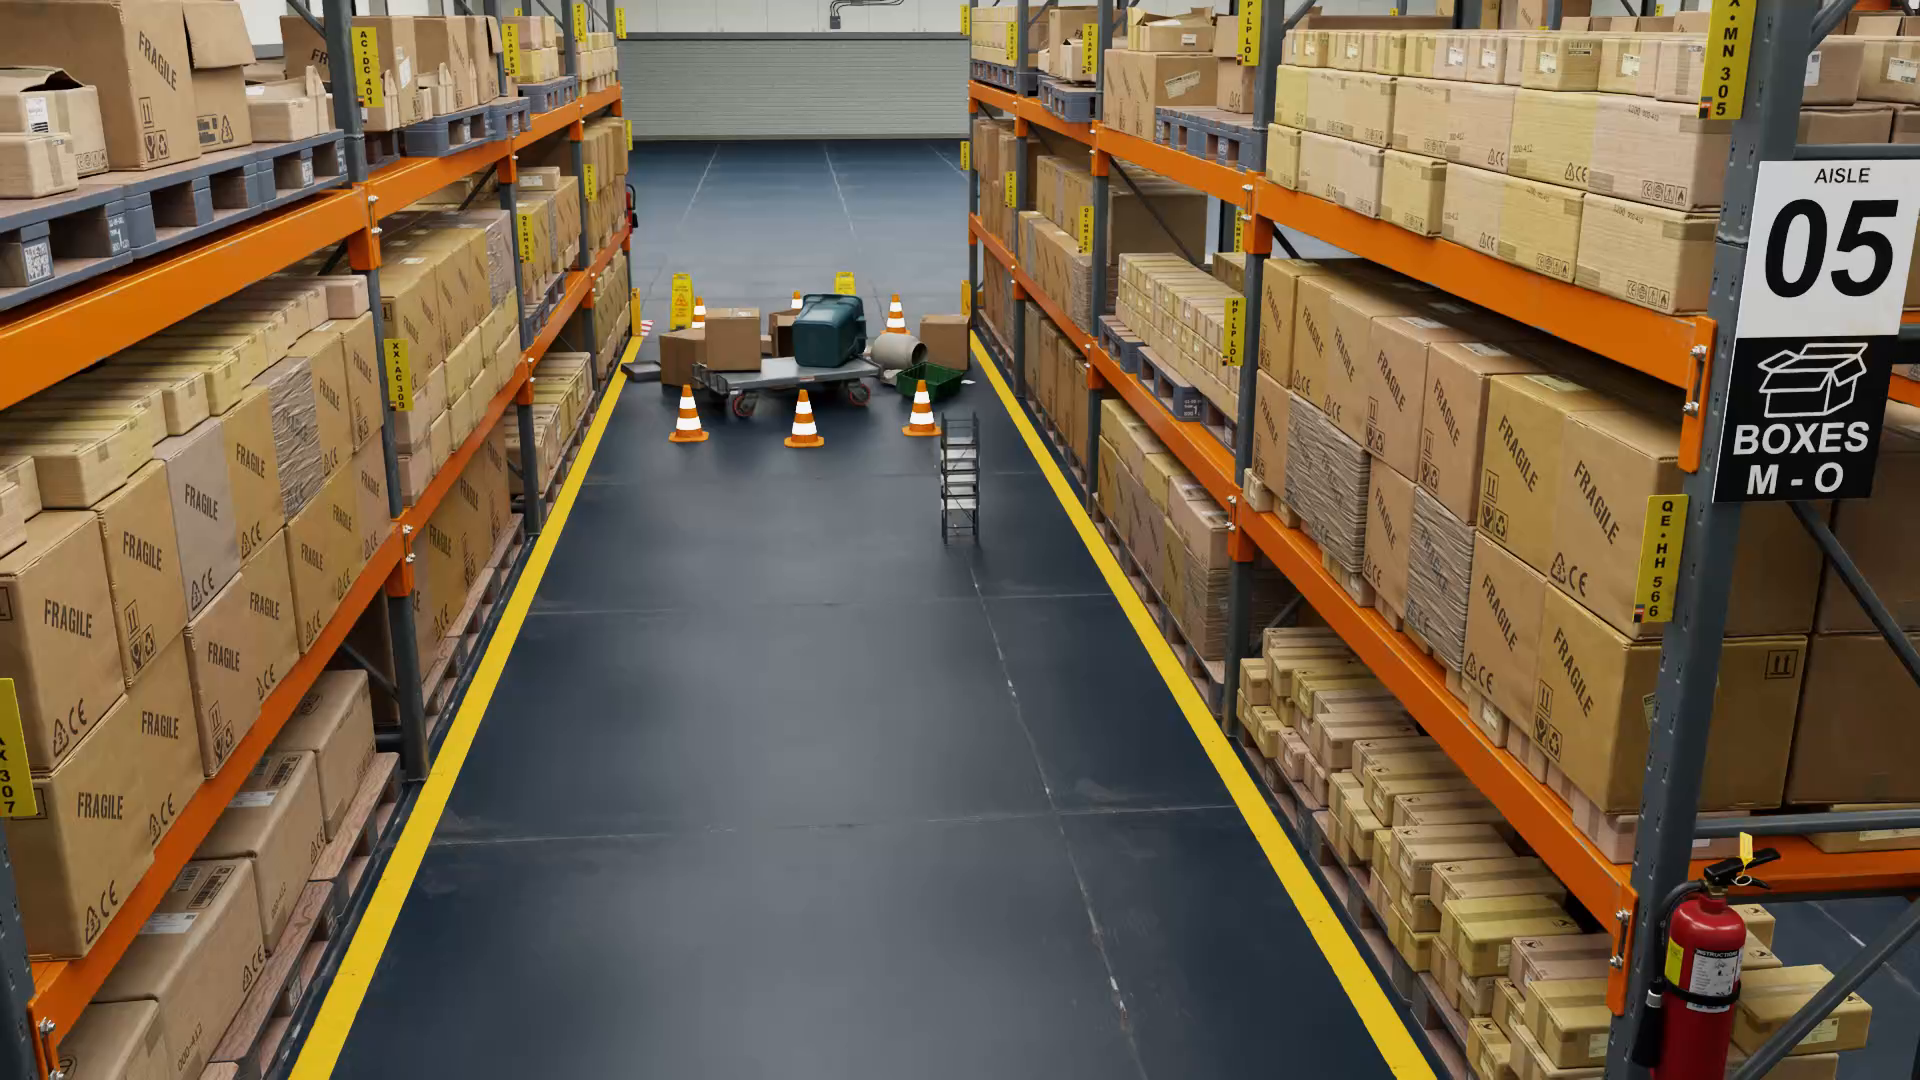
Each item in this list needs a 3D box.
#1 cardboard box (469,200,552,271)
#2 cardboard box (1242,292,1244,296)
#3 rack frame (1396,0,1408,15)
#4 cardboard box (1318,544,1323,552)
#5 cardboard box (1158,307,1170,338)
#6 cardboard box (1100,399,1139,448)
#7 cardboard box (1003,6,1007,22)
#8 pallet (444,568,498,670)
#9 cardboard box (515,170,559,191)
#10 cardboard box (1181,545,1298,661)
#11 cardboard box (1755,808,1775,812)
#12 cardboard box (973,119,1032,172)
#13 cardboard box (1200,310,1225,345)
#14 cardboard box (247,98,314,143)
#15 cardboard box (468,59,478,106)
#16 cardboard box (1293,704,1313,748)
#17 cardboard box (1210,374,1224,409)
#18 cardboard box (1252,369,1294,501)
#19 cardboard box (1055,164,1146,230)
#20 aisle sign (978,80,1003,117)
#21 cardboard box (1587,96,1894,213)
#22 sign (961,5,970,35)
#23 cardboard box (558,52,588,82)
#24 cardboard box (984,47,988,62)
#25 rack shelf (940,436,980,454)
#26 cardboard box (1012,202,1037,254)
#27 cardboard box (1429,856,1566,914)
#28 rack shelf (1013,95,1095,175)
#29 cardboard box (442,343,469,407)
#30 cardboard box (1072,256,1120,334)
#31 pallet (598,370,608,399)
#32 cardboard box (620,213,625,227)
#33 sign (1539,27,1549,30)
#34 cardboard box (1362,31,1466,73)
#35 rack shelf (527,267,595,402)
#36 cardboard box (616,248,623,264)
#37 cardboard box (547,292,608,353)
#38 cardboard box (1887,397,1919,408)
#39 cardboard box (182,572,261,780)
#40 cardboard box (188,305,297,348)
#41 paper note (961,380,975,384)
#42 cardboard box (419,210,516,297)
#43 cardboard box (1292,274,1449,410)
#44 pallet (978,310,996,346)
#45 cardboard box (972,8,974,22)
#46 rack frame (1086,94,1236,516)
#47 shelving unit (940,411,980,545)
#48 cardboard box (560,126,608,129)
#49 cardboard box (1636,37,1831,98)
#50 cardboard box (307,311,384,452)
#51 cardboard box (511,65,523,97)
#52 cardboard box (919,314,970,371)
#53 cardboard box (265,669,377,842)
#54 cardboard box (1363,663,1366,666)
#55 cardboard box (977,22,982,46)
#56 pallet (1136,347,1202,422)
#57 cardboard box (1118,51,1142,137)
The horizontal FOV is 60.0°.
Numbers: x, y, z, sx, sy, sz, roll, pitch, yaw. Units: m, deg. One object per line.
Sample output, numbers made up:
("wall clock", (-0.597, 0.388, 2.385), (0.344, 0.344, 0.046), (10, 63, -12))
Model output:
("cardboard box", (-3.414, -2.305, 12.647), (0.500, 0.500, 0.500), (-1, 17, -5))
("cardboard box", (2.025, -1.501, 10.671), (0.380, 0.149, 0.250), (-2, 18, -6))
("rack frame", (5.556, -7.013, 18.991), (1.000, 3.000, 0.127), (-2, 18, -6))
("cardboard box", (1.756, -0.004, 7.102), (0.380, 0.149, 0.250), (-3, 18, -8))
("cardboard box", (1.422, -1.332, 10.135), (0.380, 0.149, 0.250), (-2, 18, -6))
("cardboard box", (1.268, -0.796, 11.426), (0.500, 0.250, 0.500), (-3, 18, -8))
("cardboard box", (0.619, -5.025, 15.886), (0.380, 0.149, 0.250), (-2, 18, -6))
("pallet", (-3.347, 0.469, 9.829), (1.003, 0.211, 1.213), (-2, 18, -6))
("cardboard box", (-3.481, -2.936, 13.572), (0.380, 0.149, 0.250), (-3, 18, -8))
("cardboard box", (1.523, 0.327, 9.098), (0.500, 0.500, 0.500), (-2, 18, -7))
("cardboard box", (2.488, 0.678, 4.928), (0.380, 0.149, 0.250), (-1, 17, -4))
("cardboard box", (0.612, -4.502, 18.957), (0.875, 0.550, 0.550), (-2, 18, -6))
("cardboard box", (1.534, -1.165, 9.106), (0.380, 0.149, 0.250), (-2, 18, -6))
("cardboard box", (-2.652, -1.569, 6.211), (0.380, 0.149, 0.250), (-1, 17, -4))
("cardboard box", (-2.986, -2.629, 9.558), (0.396, 0.266, 0.258), (-2, 18, -7))
("cardboard box", (1.745, 0.828, 7.594), (0.380, 0.149, 0.250), (-2, 18, -6))
("cardboard box", (1.561, -0.796, 8.925), (0.380, 0.149, 0.250), (-2, 18, -6))
("cardboard box", (1.650, -0.486, 7.555), (0.500, 0.500, 0.500), (-2, 18, -7))
("cardboard box", (1.189, -2.909, 14.098), (0.700, 0.500, 0.500), (-2, 18, -5))
("aisle sign", (0.306, -5.279, 19.146), (0.394, 0.787, 0.004), (-2, 18, -6))
("cardboard box", (1.962, -0.988, 4.224), (0.500, 0.250, 0.500), (-2, 18, -7))
("sign", (0.060, -5.898, 18.856), (0.100, 0.325, 0.005), (-2, 18, -6))
("cardboard box", (-3.662, -4.294, 15.091), (0.500, 0.250, 0.500), (-2, 18, -7))
("cardboard box", (0.459, -5.099, 17.453), (0.380, 0.149, 0.250), (-2, 18, -6))
("rack shelf", (0.001, -0.653, 11.464), (0.258, 0.077, 0.200), (-2, 18, -6))
("cardboard box", (0.975, -3.017, 16.028), (0.875, 0.550, 0.550), (-2, 18, -6))
("cardboard box", (1.870, 1.237, 5.795), (0.380, 0.149, 0.250), (-2, 18, -8))
("rack shelf", (1.231, -3.328, 13.462), (1.077, 0.370, 4.000), (-2, 18, -6))
("cardboard box", (-2.936, -0.881, 8.893), (0.500, 0.250, 0.500), (-2, 17, -5))
("cardboard box", (1.124, -1.817, 12.291), (0.500, 0.500, 0.500), (-2, 18, -6))
("pallet", (-3.993, -1.521, 16.170), (1.003, 0.211, 1.213), (-2, 18, -6))
("cardboard box", (-3.913, -3.548, 18.389), (0.380, 0.149, 0.250), (-2, 18, -6))
("sign", (5.430, -4.617, 15.506), (0.100, 0.325, 0.005), (-2, 18, -6))
("cardboard box", (1.745, -1.836, 6.259), (0.380, 0.149, 0.250), (-2, 18, -7))
("rack shelf", (-3.682, -1.713, 13.328), (1.077, 0.370, 4.000), (-2, 18, -6))
("cardboard box", (-3.854, -3.062, 17.977), (0.380, 0.149, 0.250), (-1, 17, -4))
("cardboard box", (-3.681, -2.083, 15.941), (0.500, 0.500, 0.500), (-1, 17, -3))
("cardboard box", (6.516, -0.482, 11.049), (1.225, 0.875, 0.875), (-2, 18, -5))
("cardboard box", (-2.529, 0.421, 5.161), (0.500, 0.500, 0.500), (-2, 18, -6))
("cardboard box", (-2.736, -0.790, 6.266), (0.380, 0.149, 0.250), (-2, 18, -6))
("paper note", (0.055, -1.592, 16.695), (0.142, 0.020, 0.147), (16, 24, 42))
("cardboard box", (-3.162, -1.840, 10.693), (0.500, 0.500, 0.500), (-2, 18, -7))
("cardboard box", (1.723, -0.823, 6.957), (0.500, 0.500, 0.500), (-2, 18, -7))
("pallet", (0.772, -2.461, 19.164), (1.003, 0.211, 1.213), (-2, 18, -6))
("cardboard box", (0.330, -5.858, 18.540), (0.380, 0.149, 0.250), (-2, 17, -5))
("rack frame", (1.437, -1.644, 11.905), (1.000, 3.000, 0.127), (-2, 18, -6))
("shelving unit", (0.001, -0.427, 11.535), (0.258, 0.900, 0.210), (-2, 18, -6))
("cardboard box", (-3.918, -3.913, 16.800), (0.700, 0.500, 0.500), (-2, 18, -6))
("cardboard box", (1.987, -1.214, 4.280), (0.380, 0.149, 0.250), (-2, 17, -5))
("cardboard box", (-2.740, -0.662, 6.941), (0.500, 0.500, 0.500), (-2, 18, -6))
("cardboard box", (-3.662, -3.395, 12.302), (0.797, 0.503, 0.637), (-2, 18, -6))
("cardboard box", (-0.156, -2.075, 17.447), (0.500, 0.500, 0.500), (1, 17, 4))
("cardboard box", (-3.105, 0.943, 7.241), (0.875, 0.438, 0.875), (-2, 18, -6))
("cardboard box", (2.199, 0.650, 8.161), (0.380, 0.149, 0.250), (-1, 17, -5))
("cardboard box", (0.460, -5.474, 17.983), (0.500, 0.250, 0.500), (-2, 18, -6))
("pallet", (1.682, -0.964, 10.059), (1.003, 0.211, 1.213), (-2, 18, -6))
("cardboard box", (1.290, -2.796, 10.399), (0.500, 0.500, 0.500), (-2, 18, -6))
